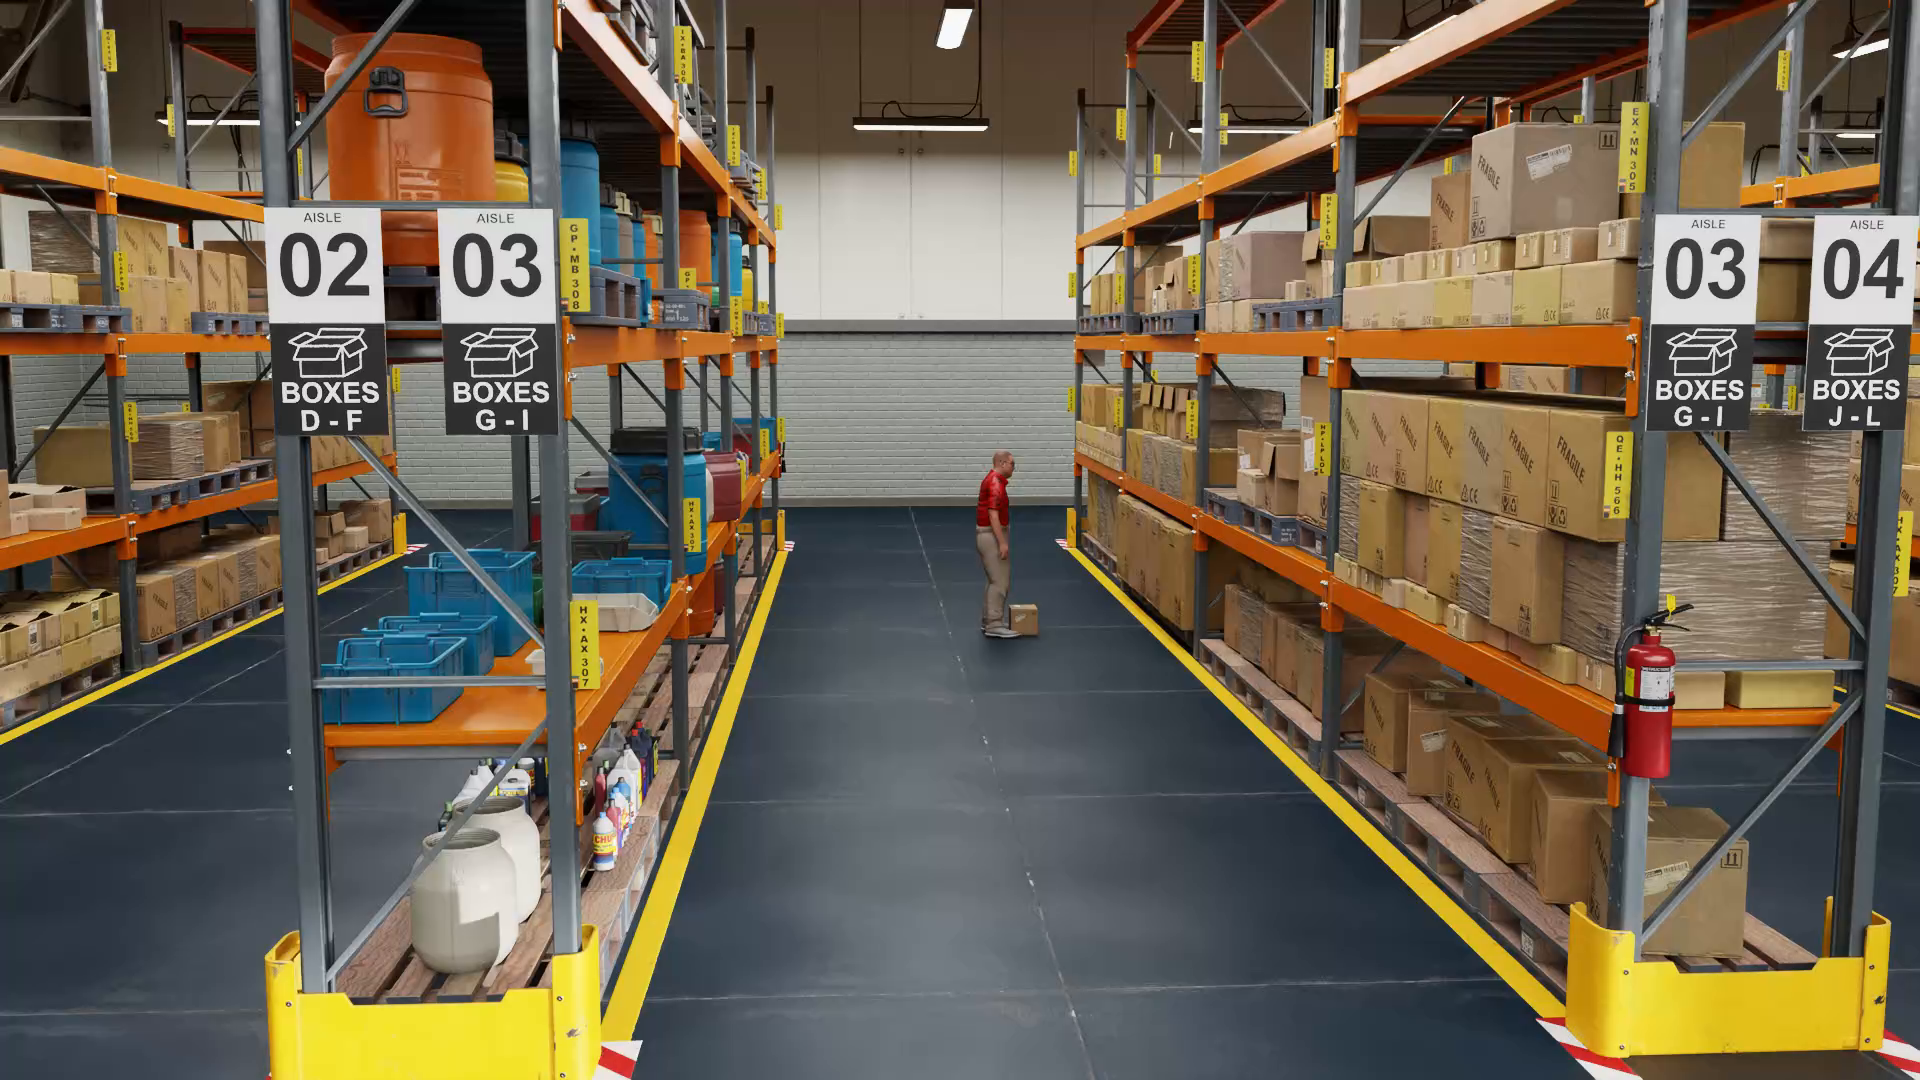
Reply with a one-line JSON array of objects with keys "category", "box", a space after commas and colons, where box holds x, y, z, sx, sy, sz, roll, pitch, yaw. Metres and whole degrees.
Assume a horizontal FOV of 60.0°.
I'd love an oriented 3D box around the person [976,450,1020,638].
[{"category": "person", "box": [0.347, 0.023, 15.601, 0.392, 1.727, 0.585, 0, 7, -4]}]
